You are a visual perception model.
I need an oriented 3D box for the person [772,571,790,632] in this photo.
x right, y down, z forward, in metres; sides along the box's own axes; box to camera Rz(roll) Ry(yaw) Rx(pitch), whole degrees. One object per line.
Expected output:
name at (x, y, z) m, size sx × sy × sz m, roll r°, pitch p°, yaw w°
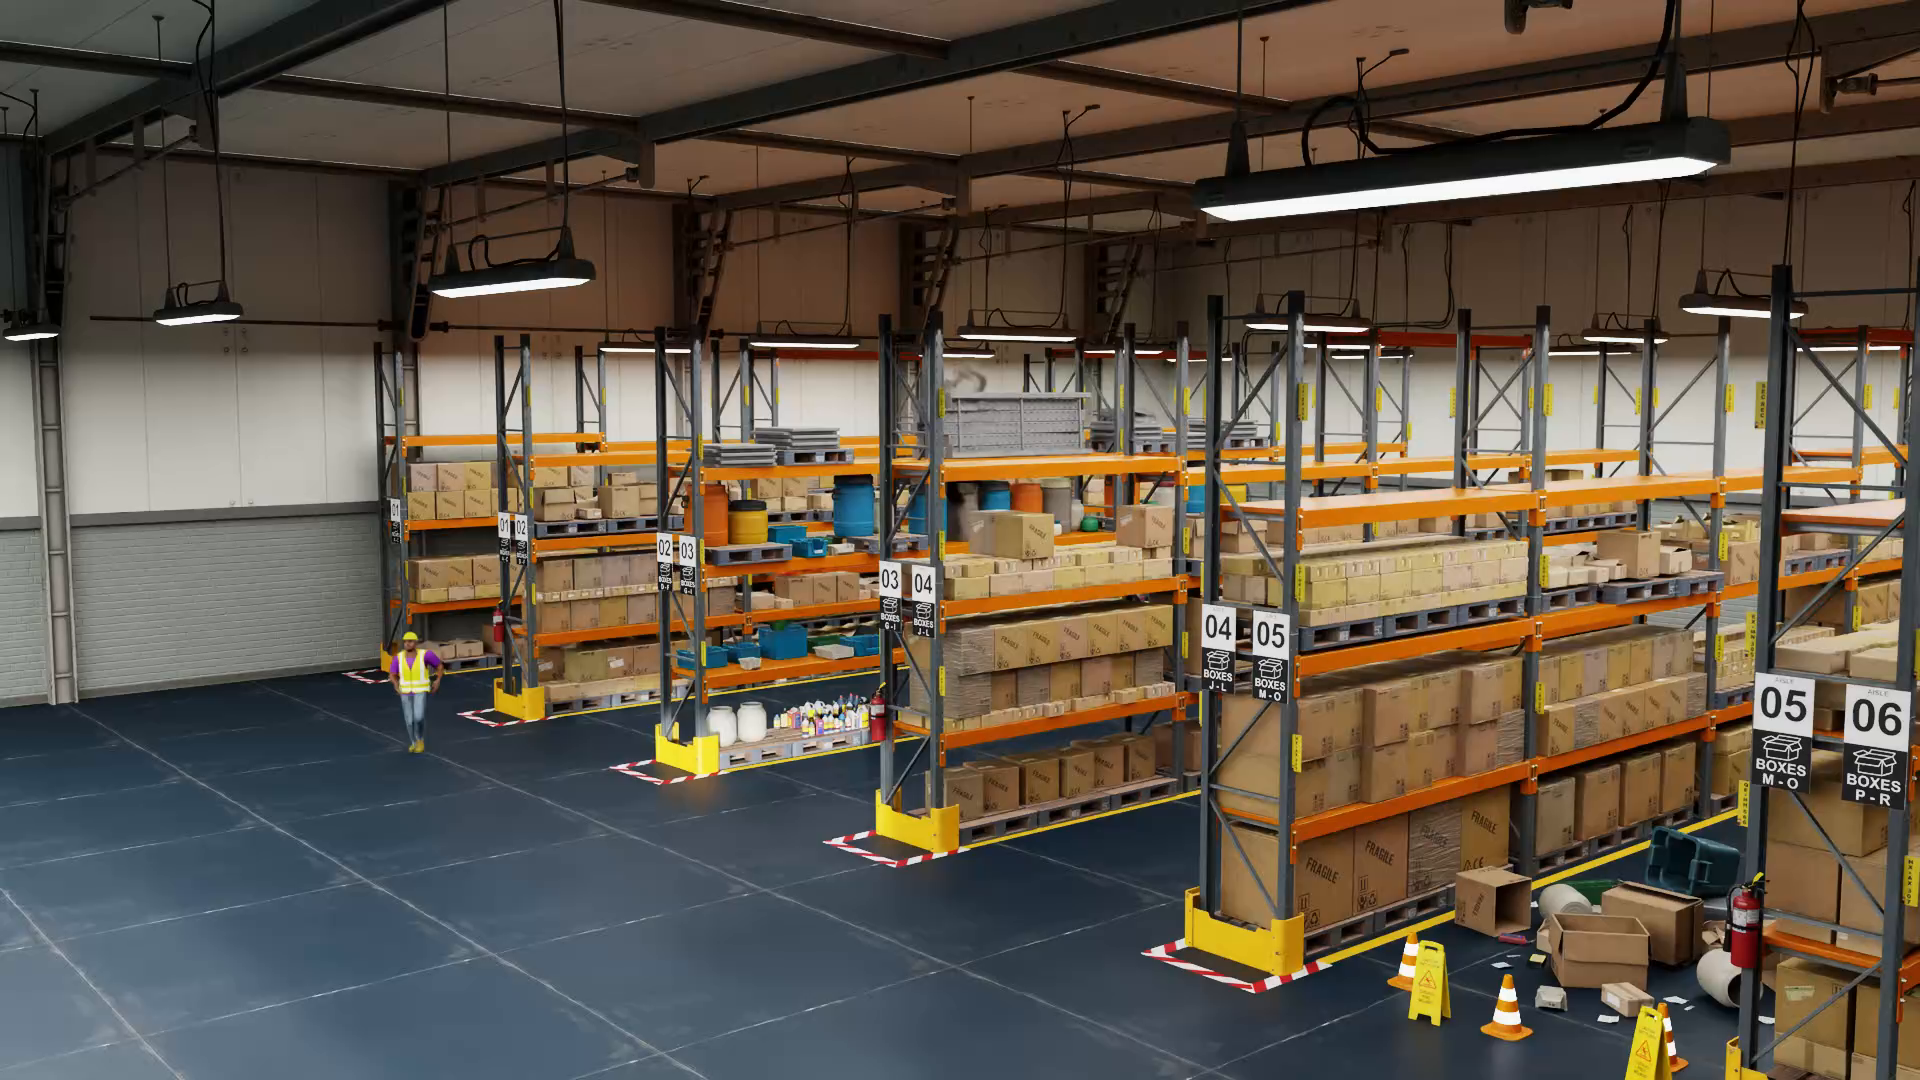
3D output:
person at (-3.350, 1.425, 31.530) m, size 0.586 × 1.741 × 0.636 m, roll -4°, pitch 7°, yaw -38°

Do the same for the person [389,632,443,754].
person at (-7.713, 2.161, 23.500) m, size 0.712 × 1.729 × 0.639 m, roll 0°, pitch 5°, yaw -5°

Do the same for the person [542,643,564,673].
person at (-7.040, 1.734, 28.569) m, size 0.623 × 1.647 × 0.581 m, roll -5°, pitch 7°, yaw -44°
